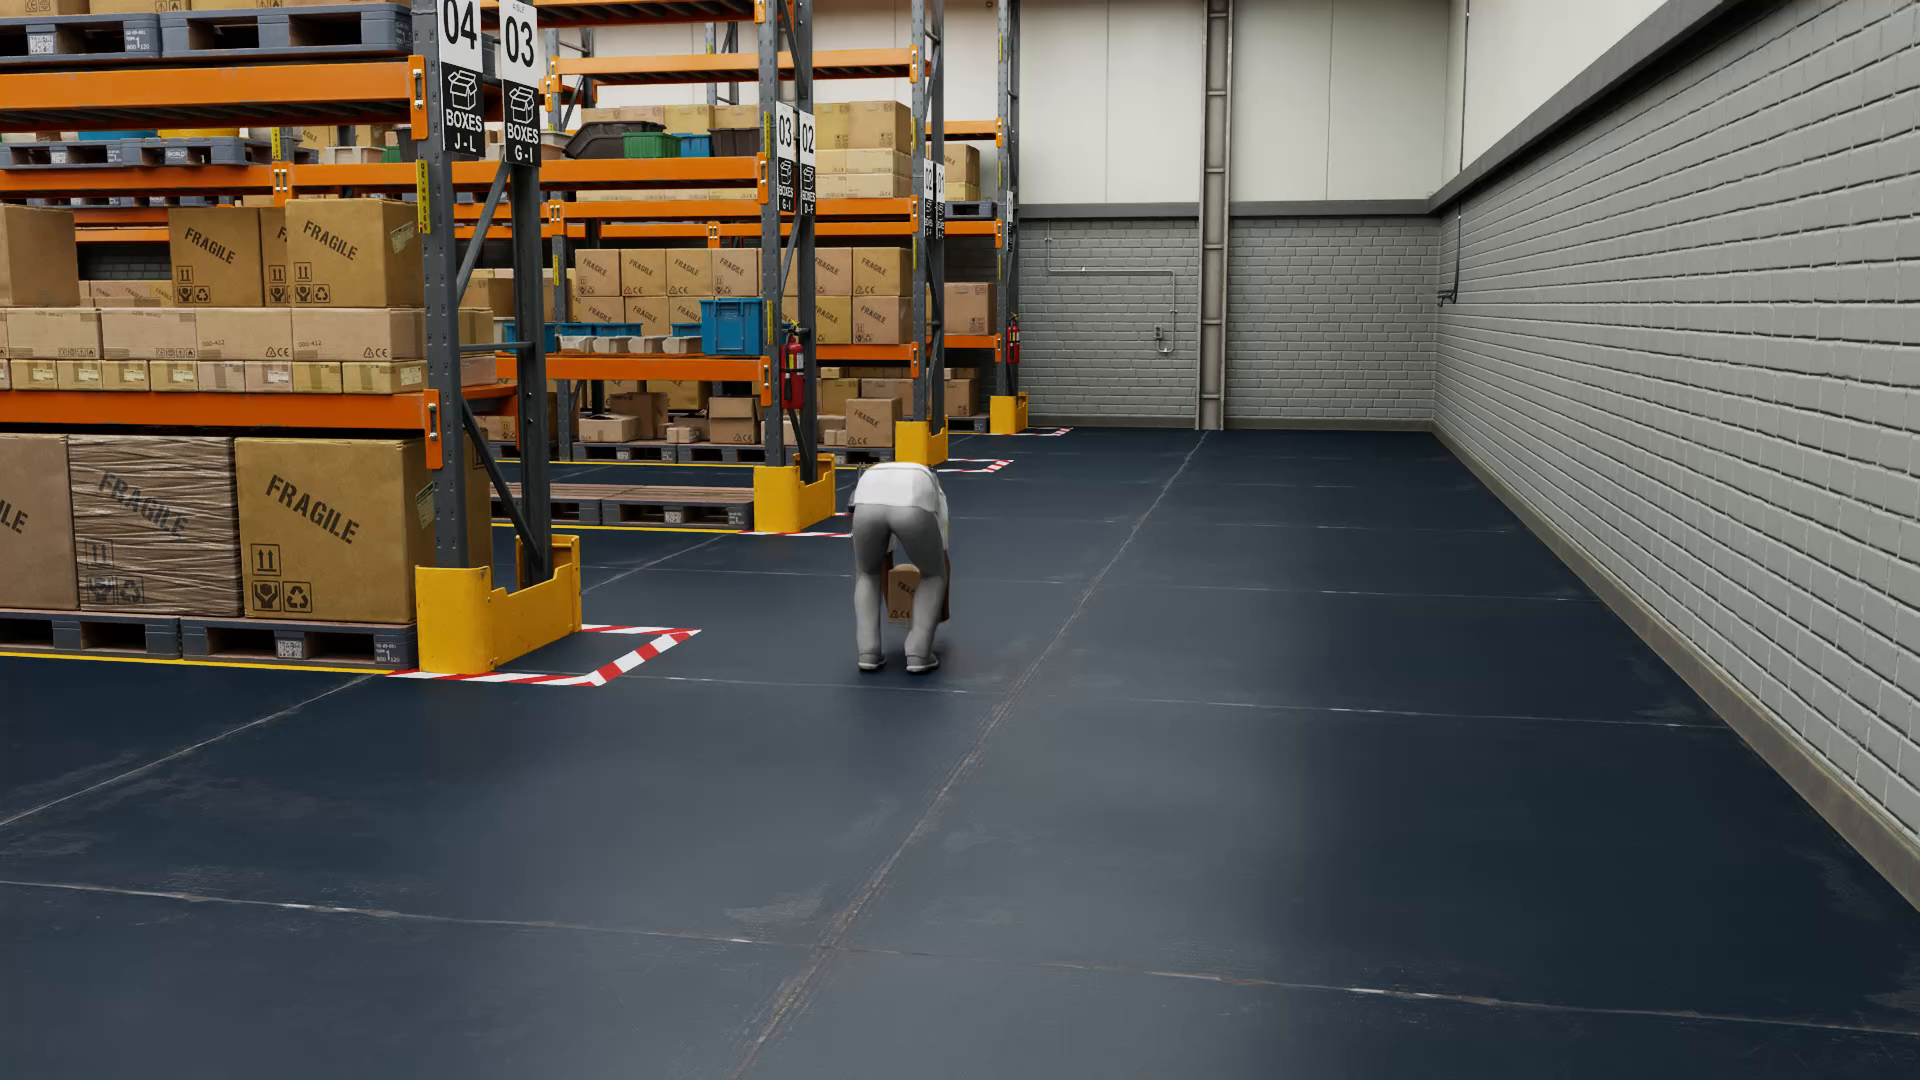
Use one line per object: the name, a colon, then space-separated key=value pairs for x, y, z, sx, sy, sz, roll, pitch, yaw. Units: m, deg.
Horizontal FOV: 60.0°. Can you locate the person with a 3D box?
person: x=-0.268 y=0.097 z=8.054 sx=0.449 sy=0.987 sz=0.928 roll=1 pitch=8 yaw=9
